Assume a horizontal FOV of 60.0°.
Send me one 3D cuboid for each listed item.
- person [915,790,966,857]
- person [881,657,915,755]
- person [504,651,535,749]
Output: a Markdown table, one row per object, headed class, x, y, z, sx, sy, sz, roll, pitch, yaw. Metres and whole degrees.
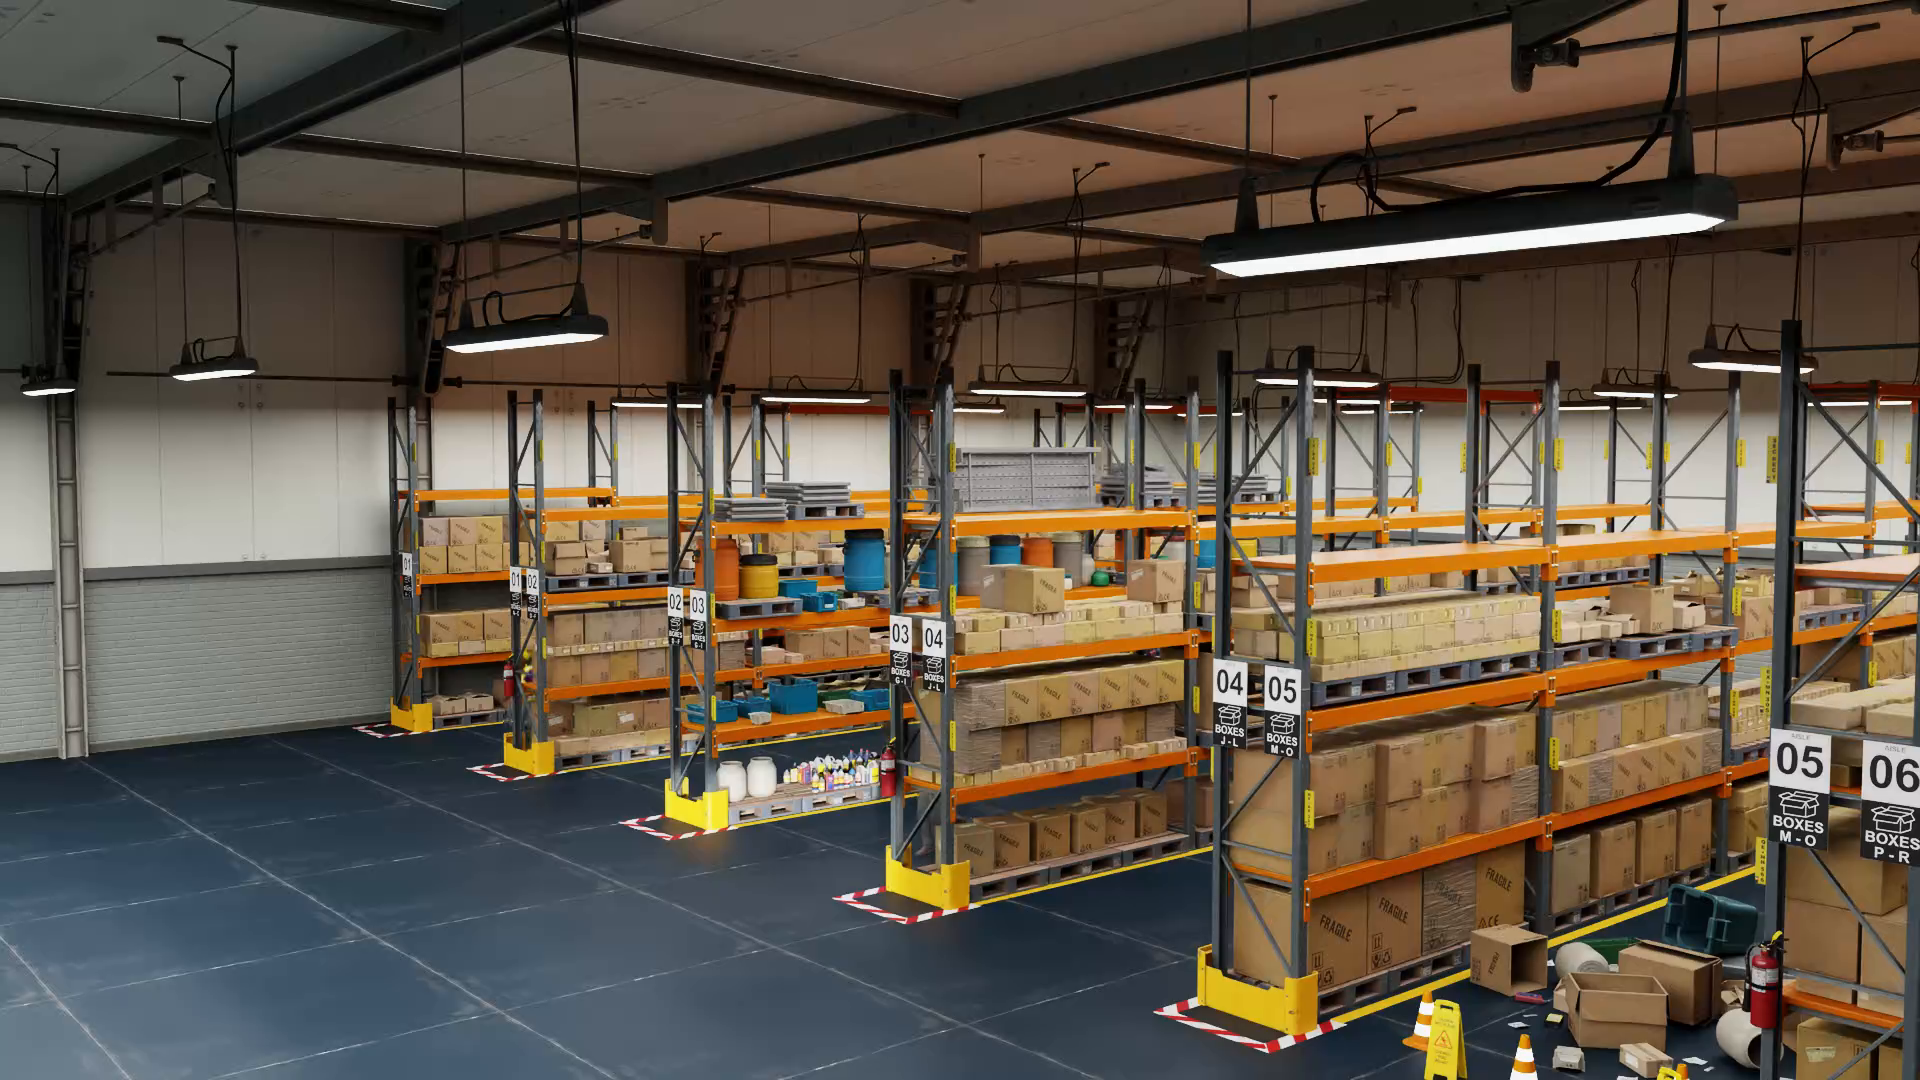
| class | x | y | z | sx | sy | sz | roll | pitch | yaw |
| --- | --- | --- | --- | --- | --- | --- | --- | --- | --- |
| person | -0.289 | 3.138 | 21.016 | 0.738 | 1.642 | 0.577 | -3 | 4 | -41 |
| person | -1.091 | 2.716 | 26.875 | 0.733 | 1.805 | 0.687 | -3 | 4 | -41 |
| person | -7.336 | 2.680 | 27.902 | 0.700 | 1.693 | 0.583 | 2 | 4 | 33 |
